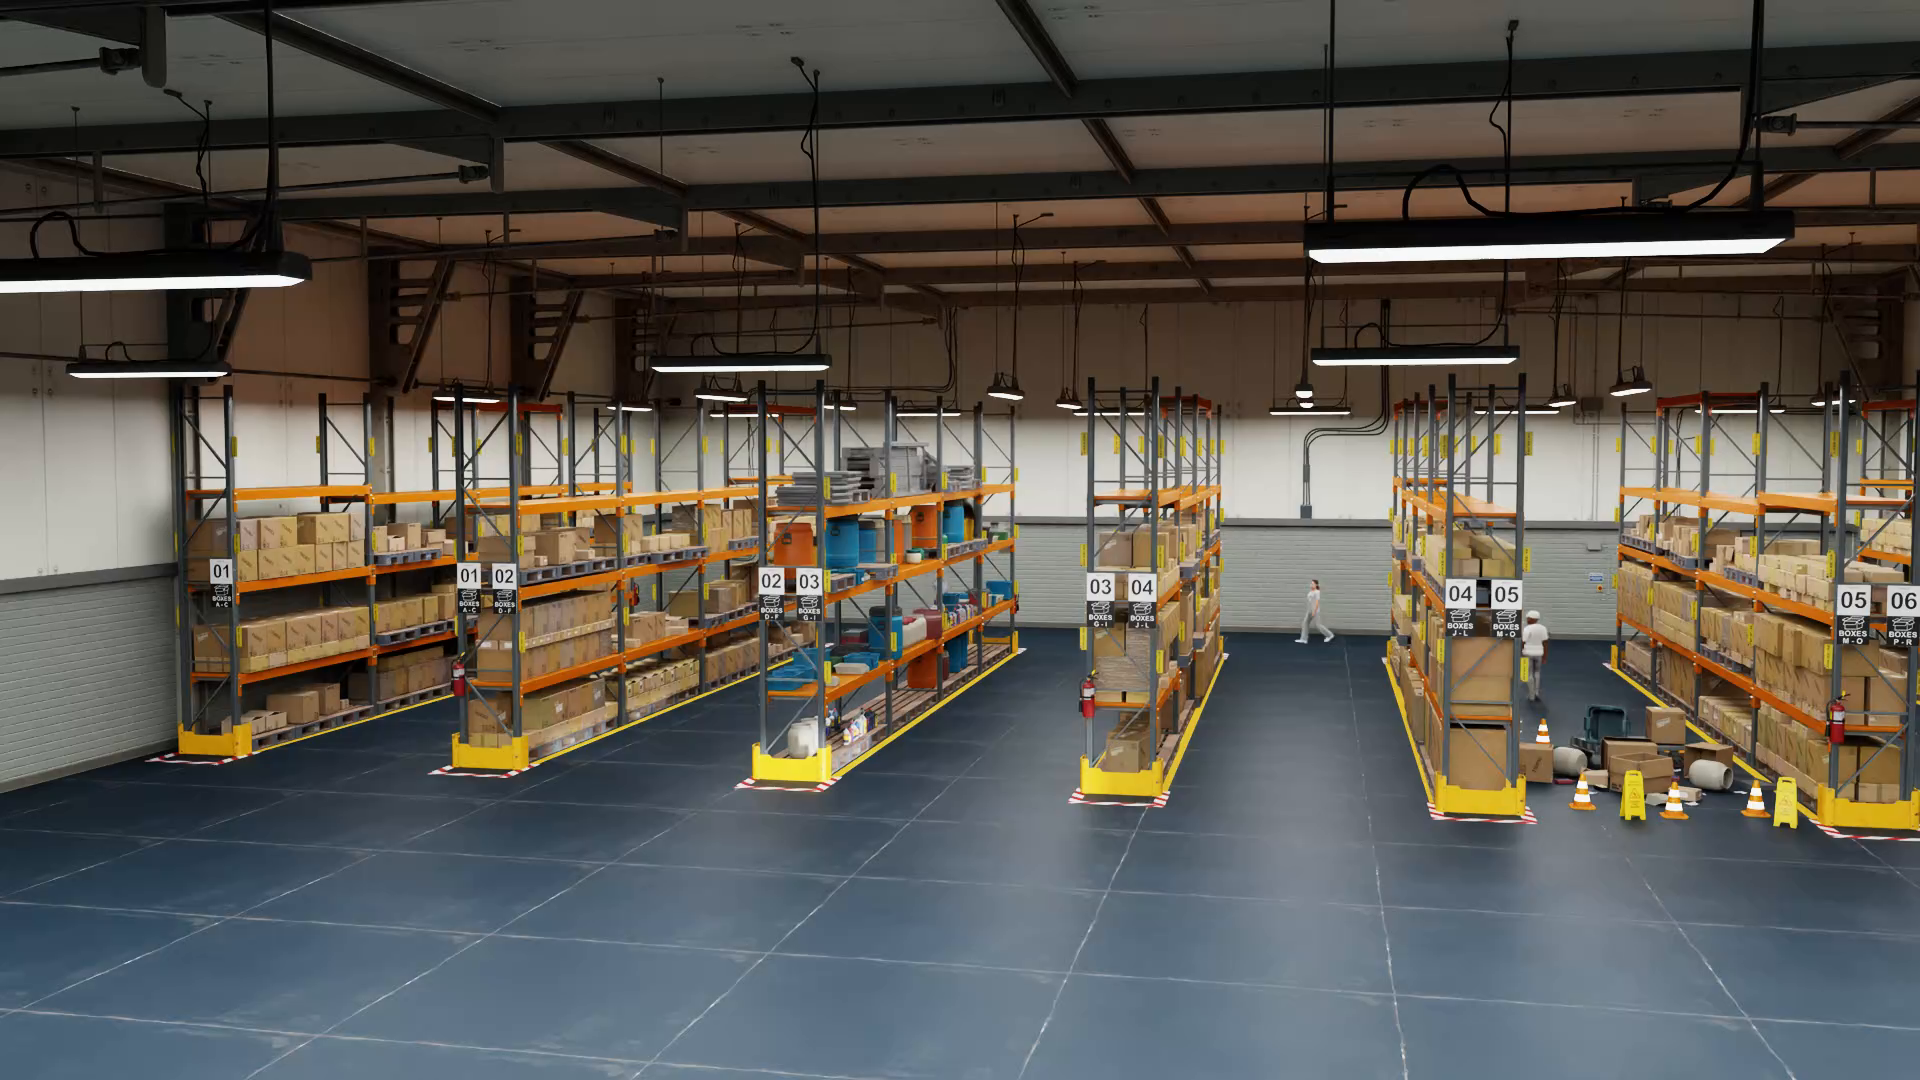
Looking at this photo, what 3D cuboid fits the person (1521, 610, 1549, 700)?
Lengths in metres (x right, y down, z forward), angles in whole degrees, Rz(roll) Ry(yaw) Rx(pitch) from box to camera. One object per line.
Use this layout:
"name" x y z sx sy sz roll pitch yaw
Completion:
"person" 11.280 2.282 32.819 0.652 1.798 0.693 0 3 7

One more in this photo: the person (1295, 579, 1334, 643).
"person" 9.005 1.814 42.188 0.958 1.637 0.469 -1 3 -9

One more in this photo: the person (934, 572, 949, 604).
"person" -0.457 1.679 44.839 0.502 1.672 0.569 1 3 21
